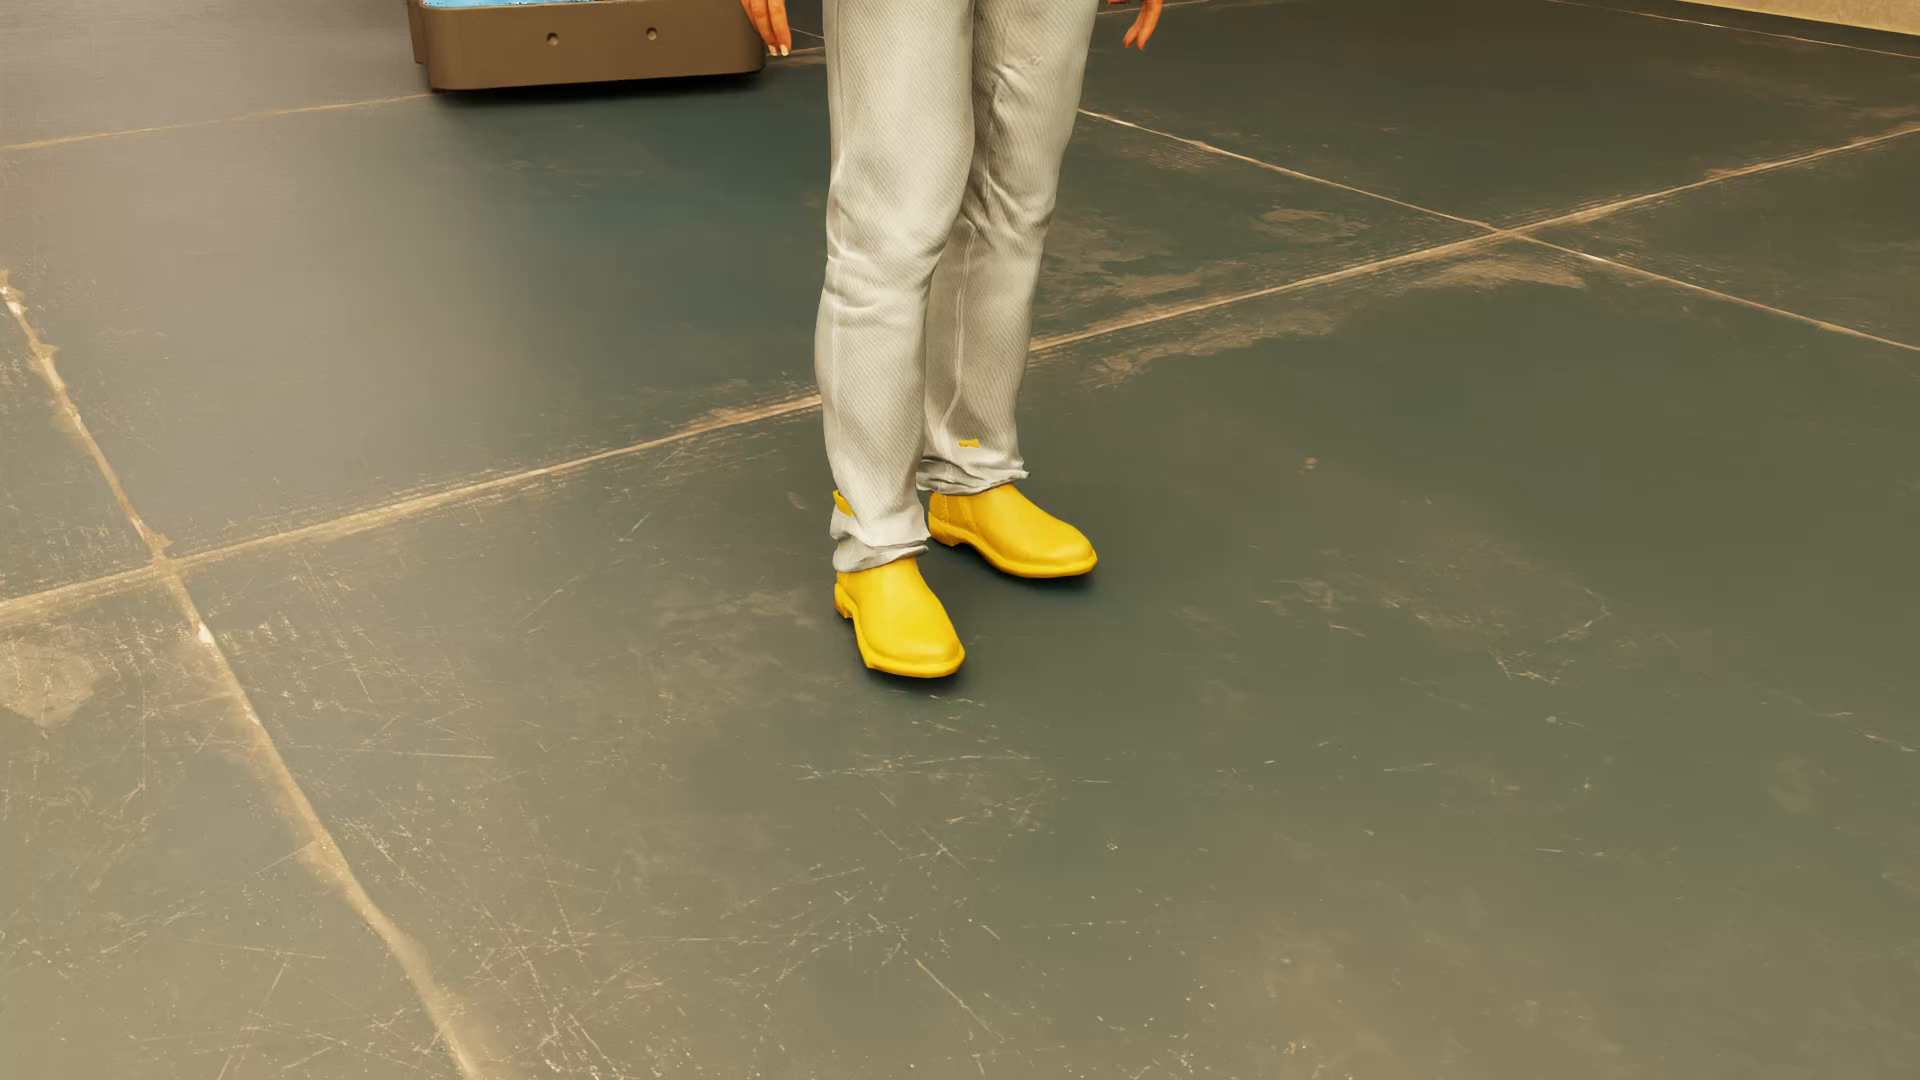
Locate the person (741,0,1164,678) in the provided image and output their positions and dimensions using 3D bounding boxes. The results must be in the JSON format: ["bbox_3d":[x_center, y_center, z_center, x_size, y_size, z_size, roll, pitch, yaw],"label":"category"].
[{"bbox_3d":[0.034,-0.769,2.047,0.665,1.765,0.577,-17,31,-31],"label":"person"}]

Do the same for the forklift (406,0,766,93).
[{"bbox_3d":[-1.561,-3.326,5.861,1.130,2.935,3.031,-8,28,-16],"label":"forklift"}]
